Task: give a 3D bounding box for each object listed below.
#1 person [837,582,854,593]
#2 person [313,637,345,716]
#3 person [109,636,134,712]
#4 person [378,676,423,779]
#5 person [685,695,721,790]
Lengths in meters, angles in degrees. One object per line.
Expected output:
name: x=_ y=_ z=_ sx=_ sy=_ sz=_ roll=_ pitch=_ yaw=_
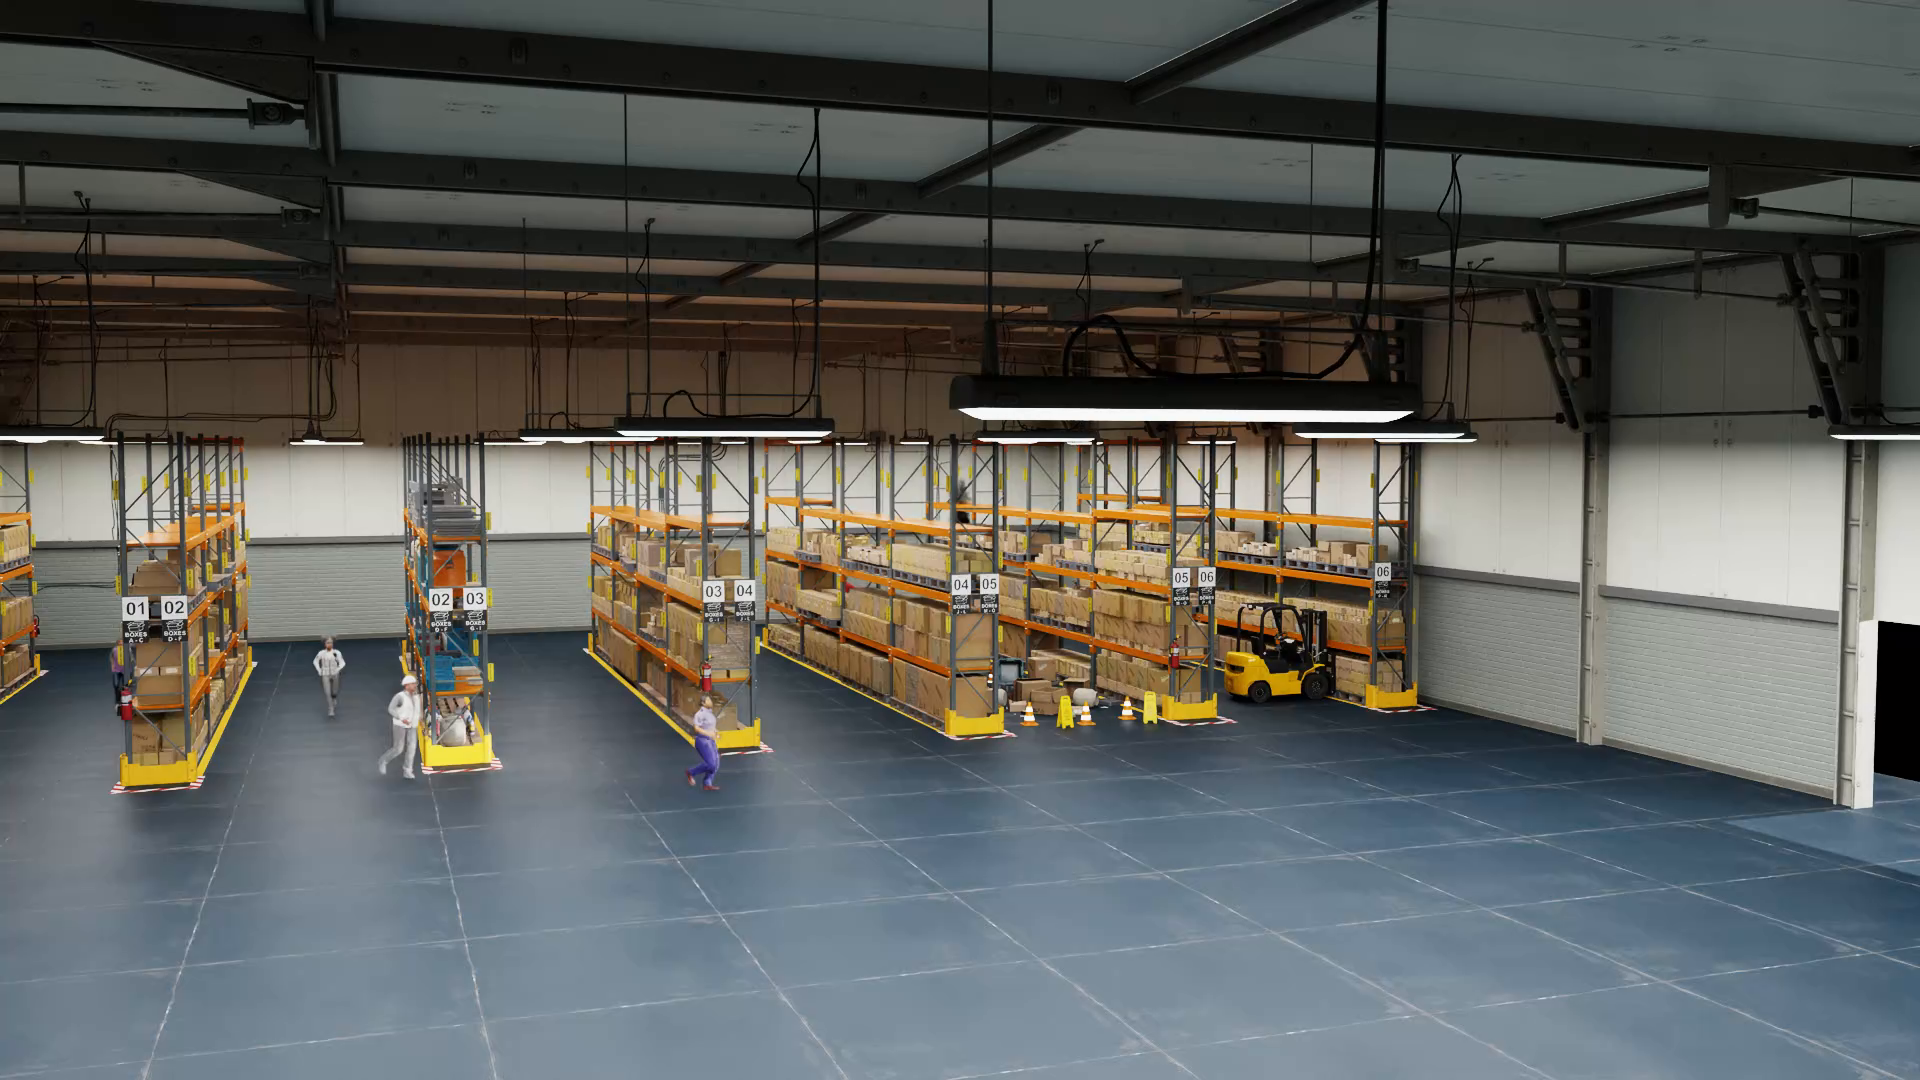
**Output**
person: x=-3.434 y=1.916 z=48.528 sx=0.664 sy=1.796 sz=0.908 roll=-2 pitch=4 yaw=-29
person: x=-13.533 y=2.904 z=35.690 sx=0.646 sy=1.664 sz=0.795 roll=-1 pitch=3 yaw=-21
person: x=-18.286 y=2.914 z=36.276 sx=0.518 sy=1.638 sz=0.718 roll=-1 pitch=3 yaw=-20
person: x=-9.656 y=3.240 z=29.007 sx=0.826 sy=1.748 sz=0.739 roll=2 pitch=4 yaw=32
person: x=-4.285 y=3.380 z=27.786 sx=0.576 sy=1.599 sz=0.589 roll=0 pitch=3 yaw=8
